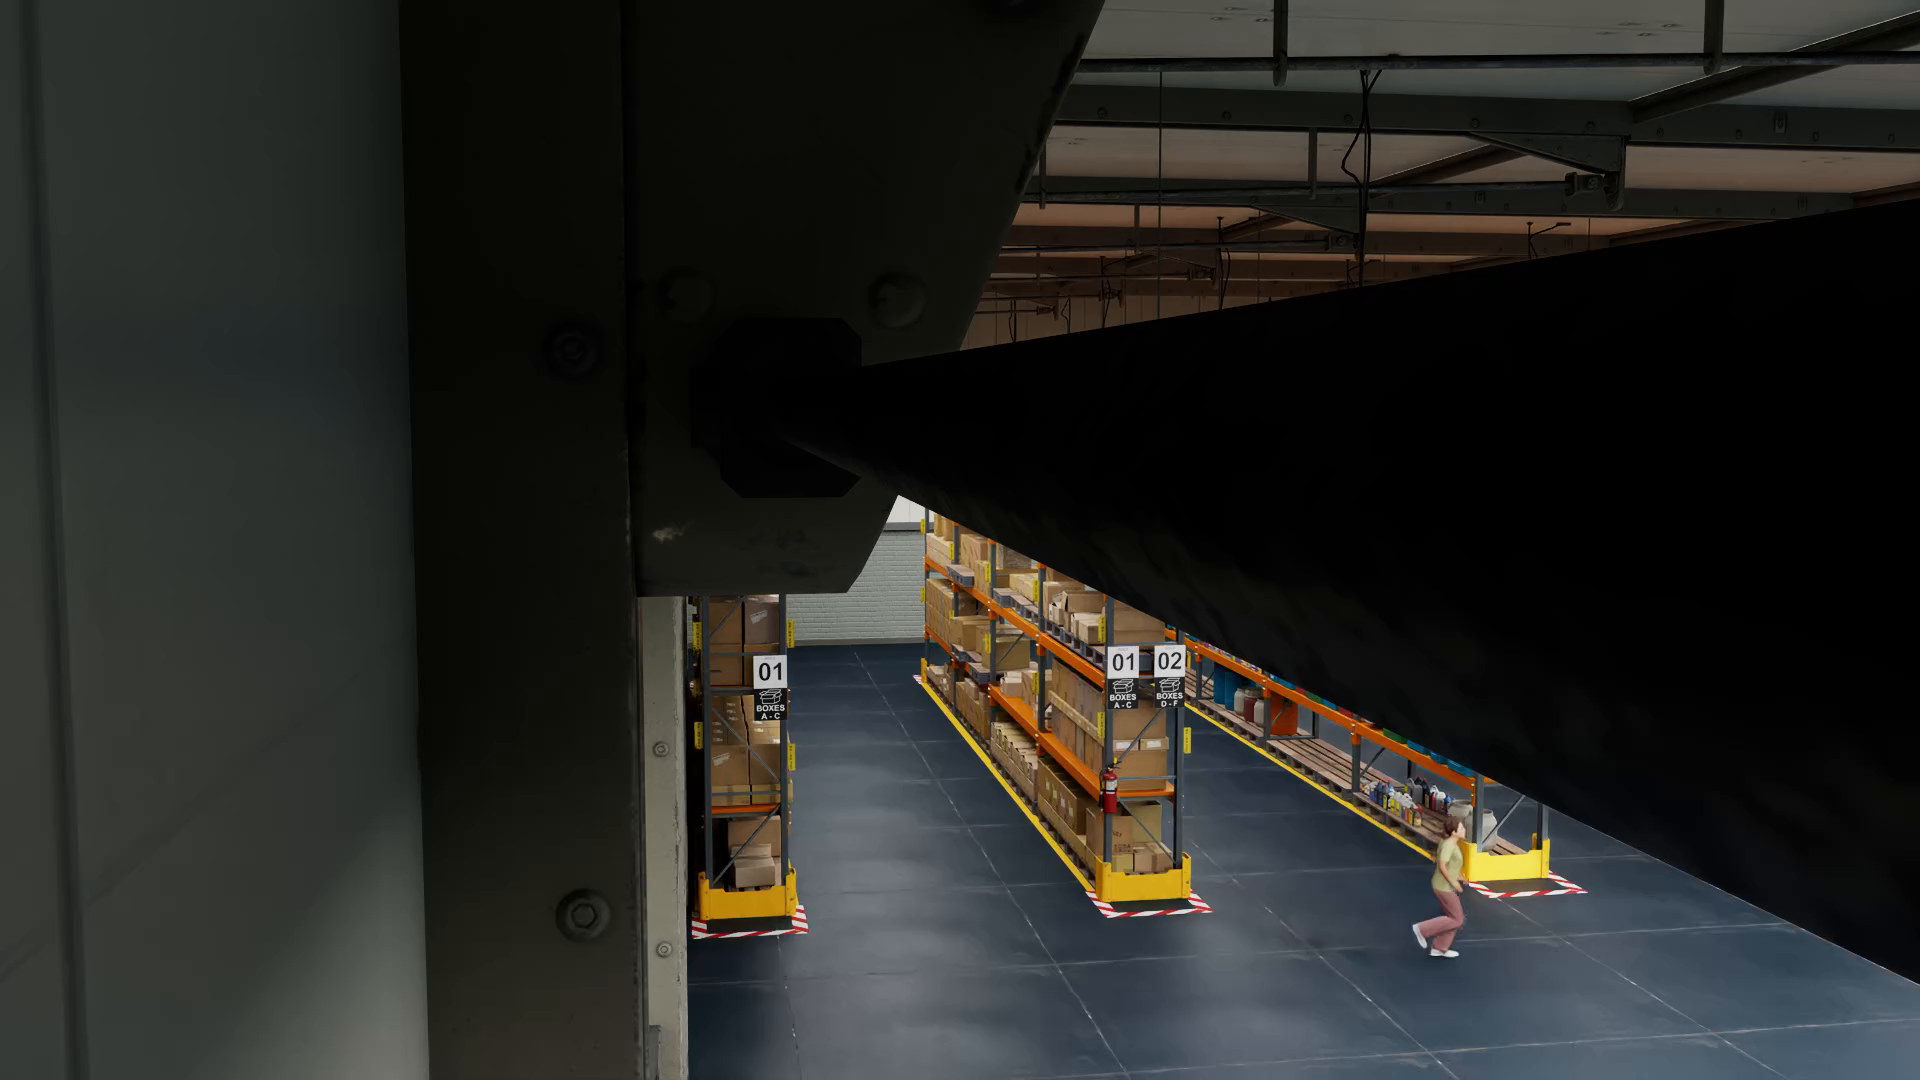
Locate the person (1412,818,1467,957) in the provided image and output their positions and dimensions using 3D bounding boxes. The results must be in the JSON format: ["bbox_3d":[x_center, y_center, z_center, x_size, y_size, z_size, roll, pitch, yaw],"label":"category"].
[{"bbox_3d":[5.399,3.896,18.680,0.598,1.595,0.581,1,5,13],"label":"person"}]
